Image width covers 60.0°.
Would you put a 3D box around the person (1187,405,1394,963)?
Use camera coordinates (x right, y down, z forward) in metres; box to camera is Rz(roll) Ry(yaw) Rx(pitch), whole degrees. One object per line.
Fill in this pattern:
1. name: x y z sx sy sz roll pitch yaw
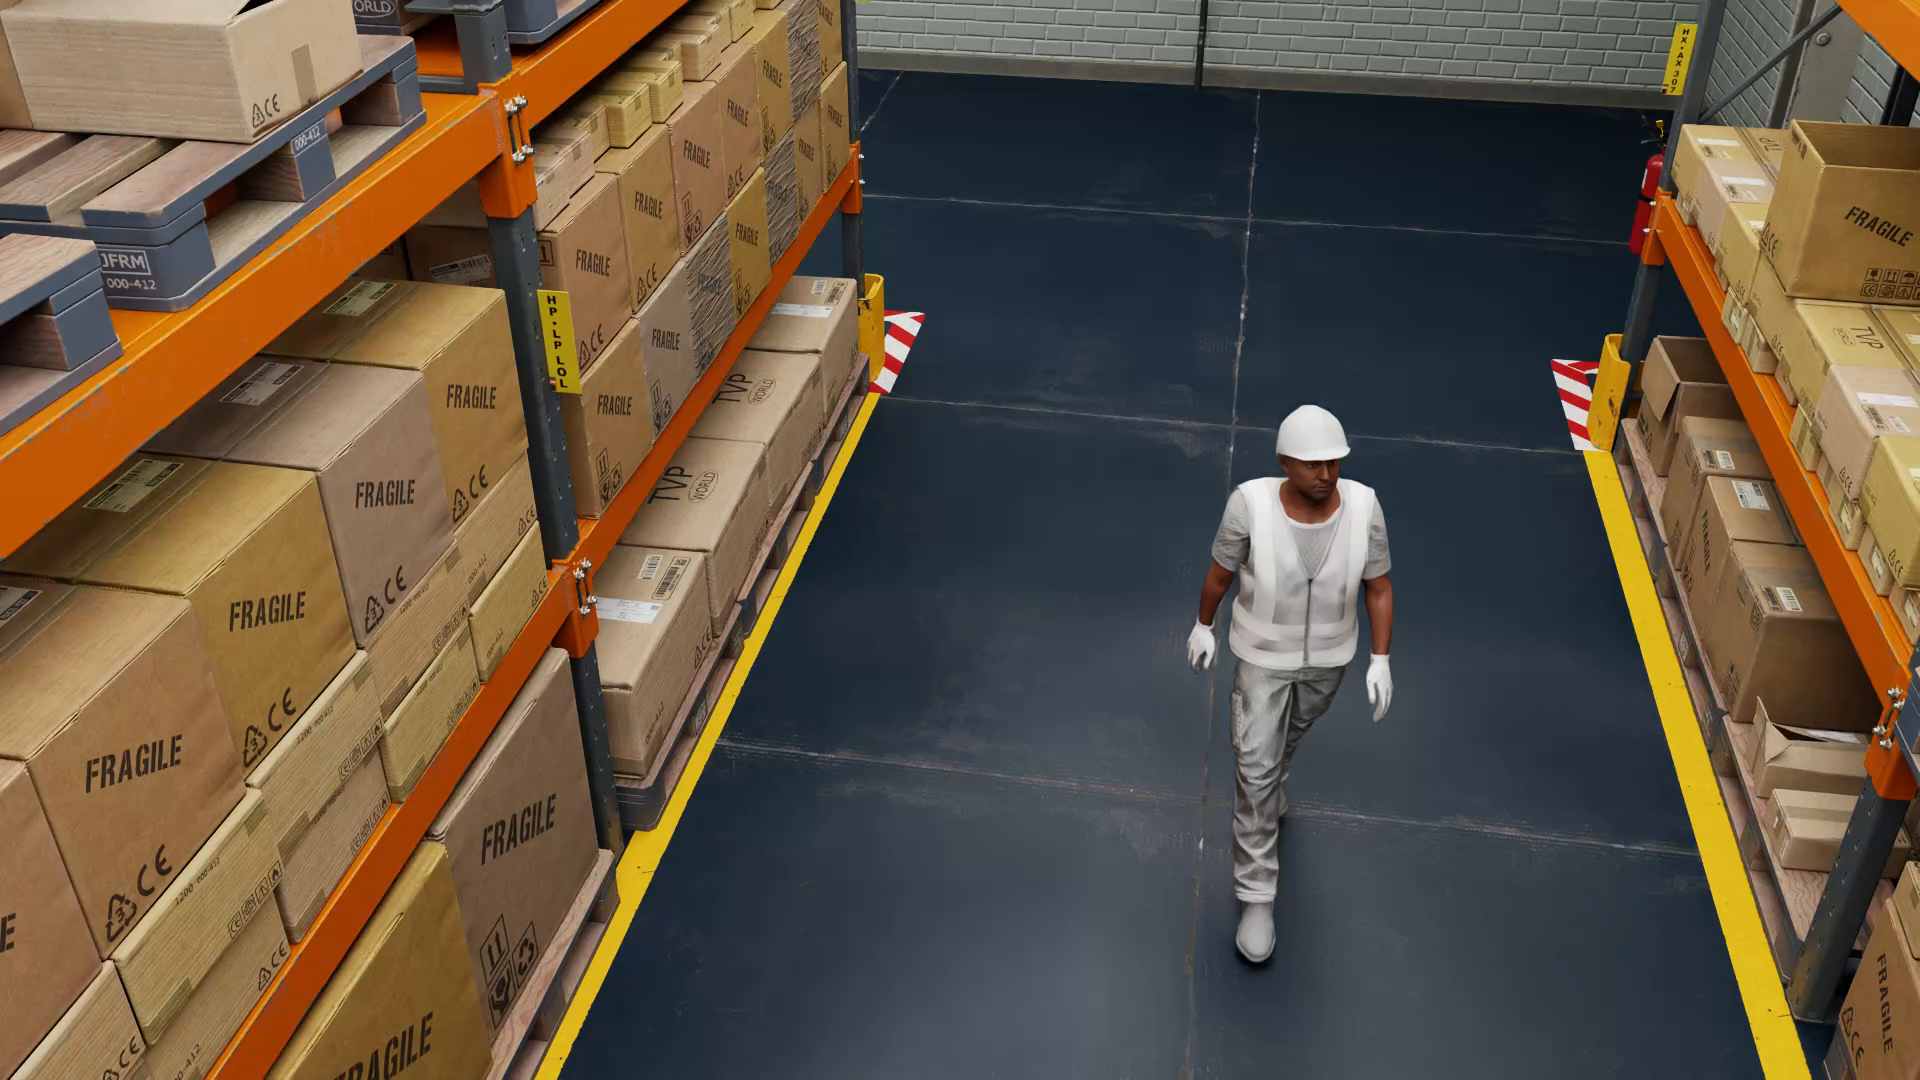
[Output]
1. person: 1.107 0.399 5.444 0.604 1.735 0.970 -3 32 -6
